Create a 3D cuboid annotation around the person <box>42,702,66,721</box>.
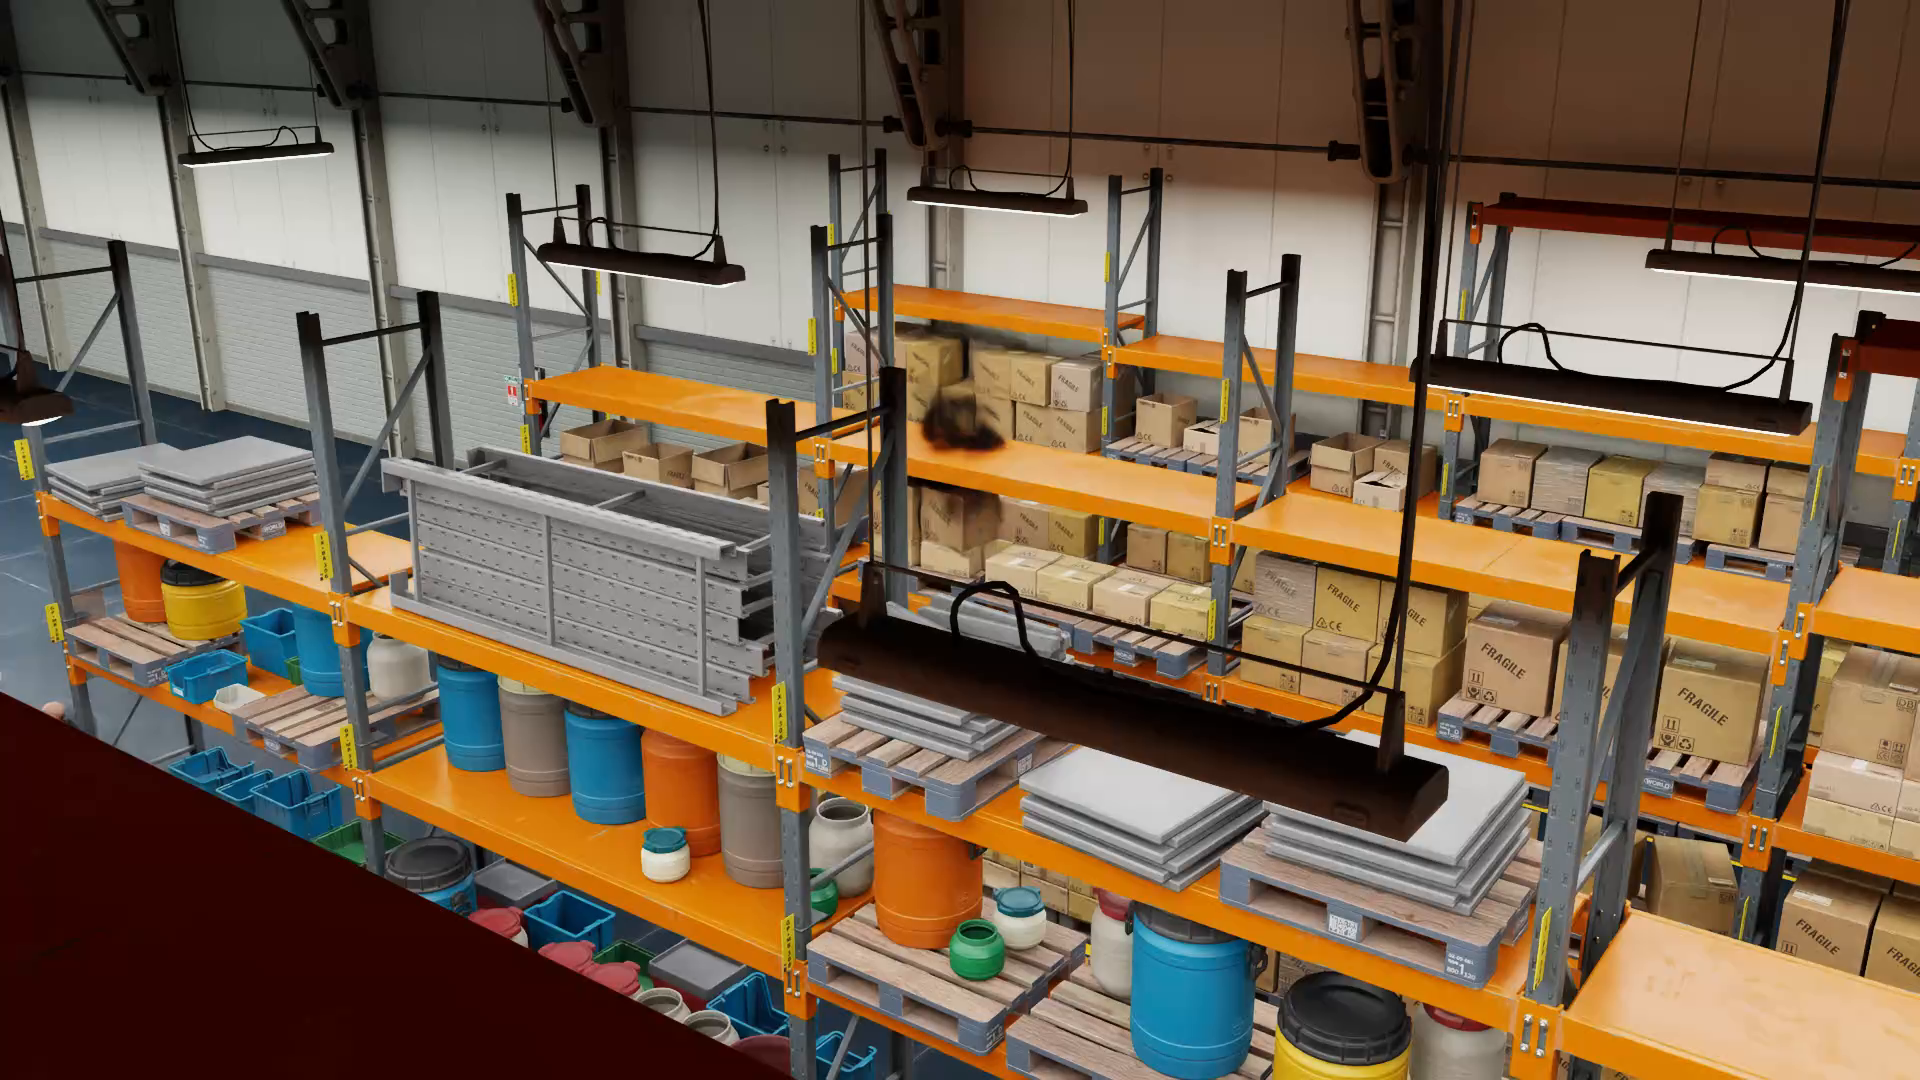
[{"bbox_3d":[-8.374,2.284,15.687,0.727,1.680,0.619,-9,20,-25],"label":"person"}]
